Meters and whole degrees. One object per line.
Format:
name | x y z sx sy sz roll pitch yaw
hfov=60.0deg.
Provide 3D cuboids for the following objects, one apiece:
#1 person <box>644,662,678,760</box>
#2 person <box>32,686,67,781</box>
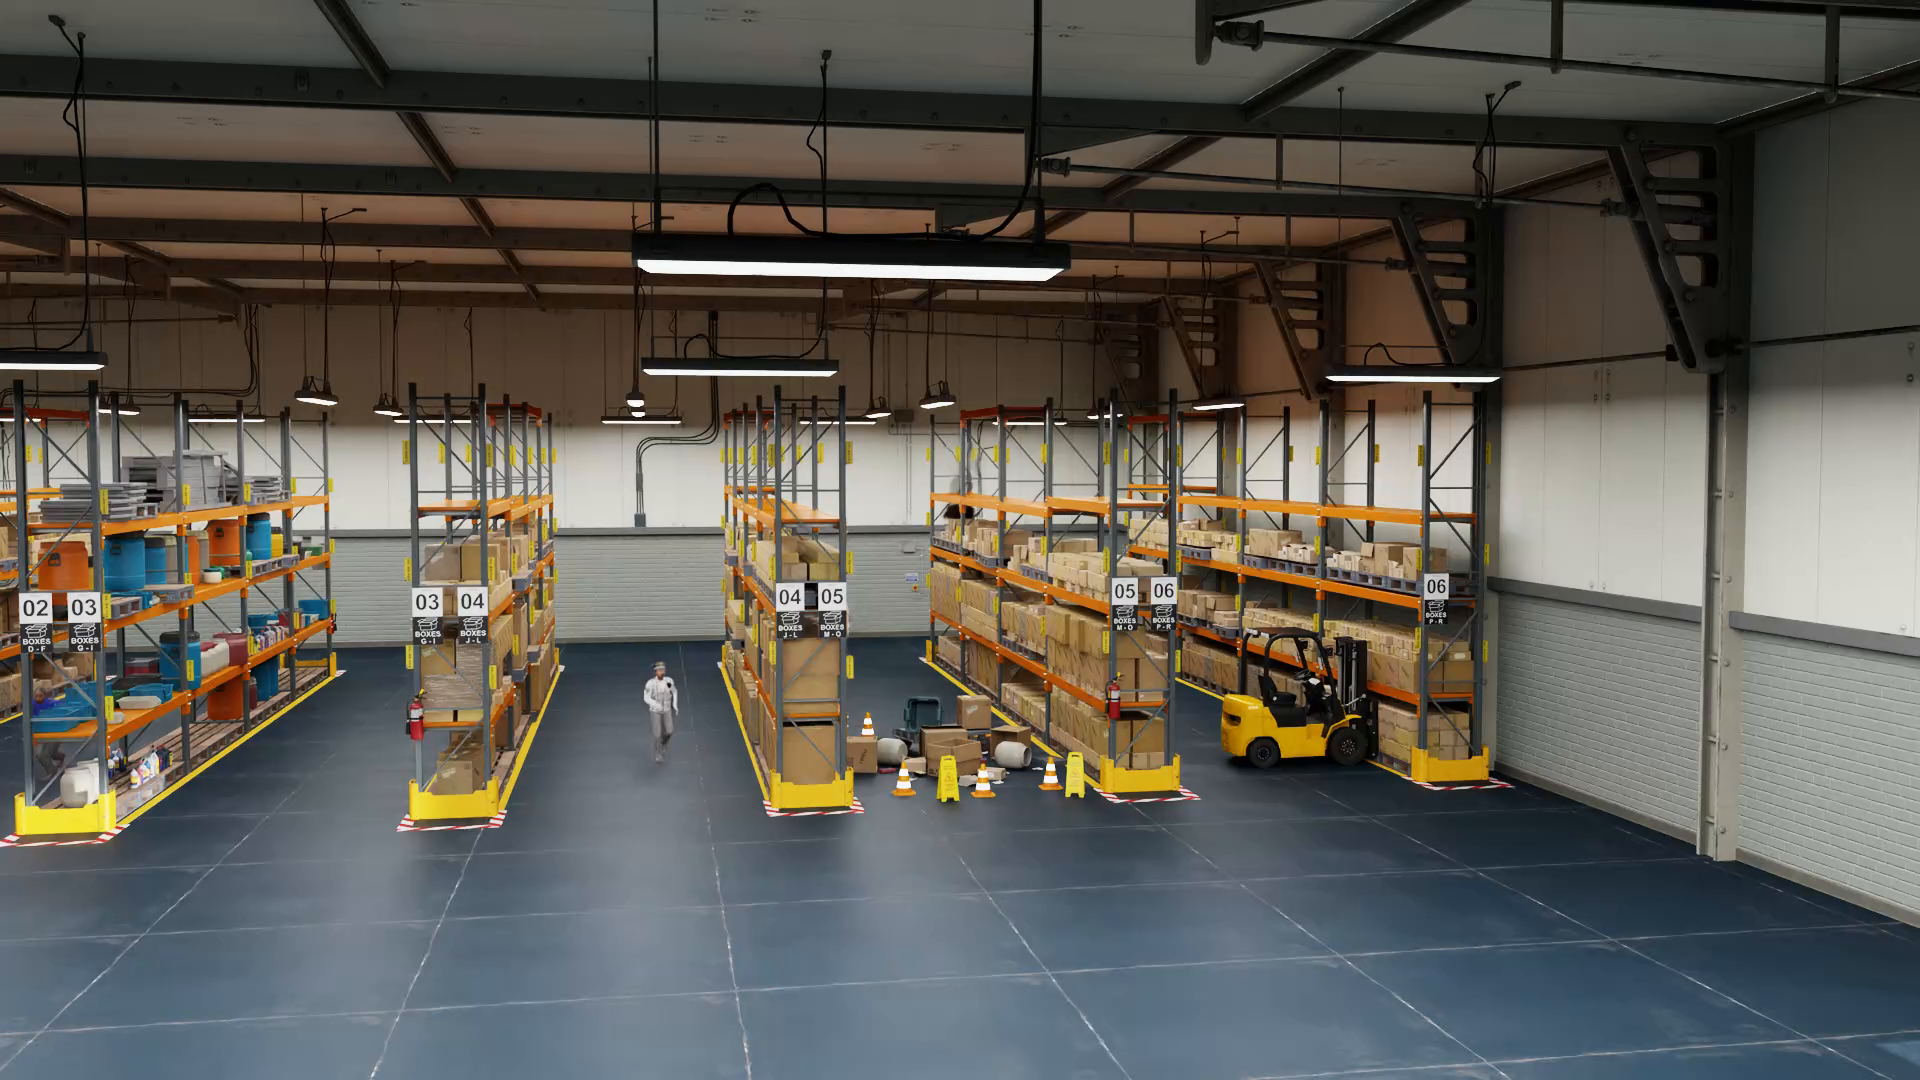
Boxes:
person | -4.864 2.798 27.166 0.592 1.646 0.633 -1 3 -24
person | -14.063 2.967 25.745 0.584 1.499 0.871 0 3 -5
